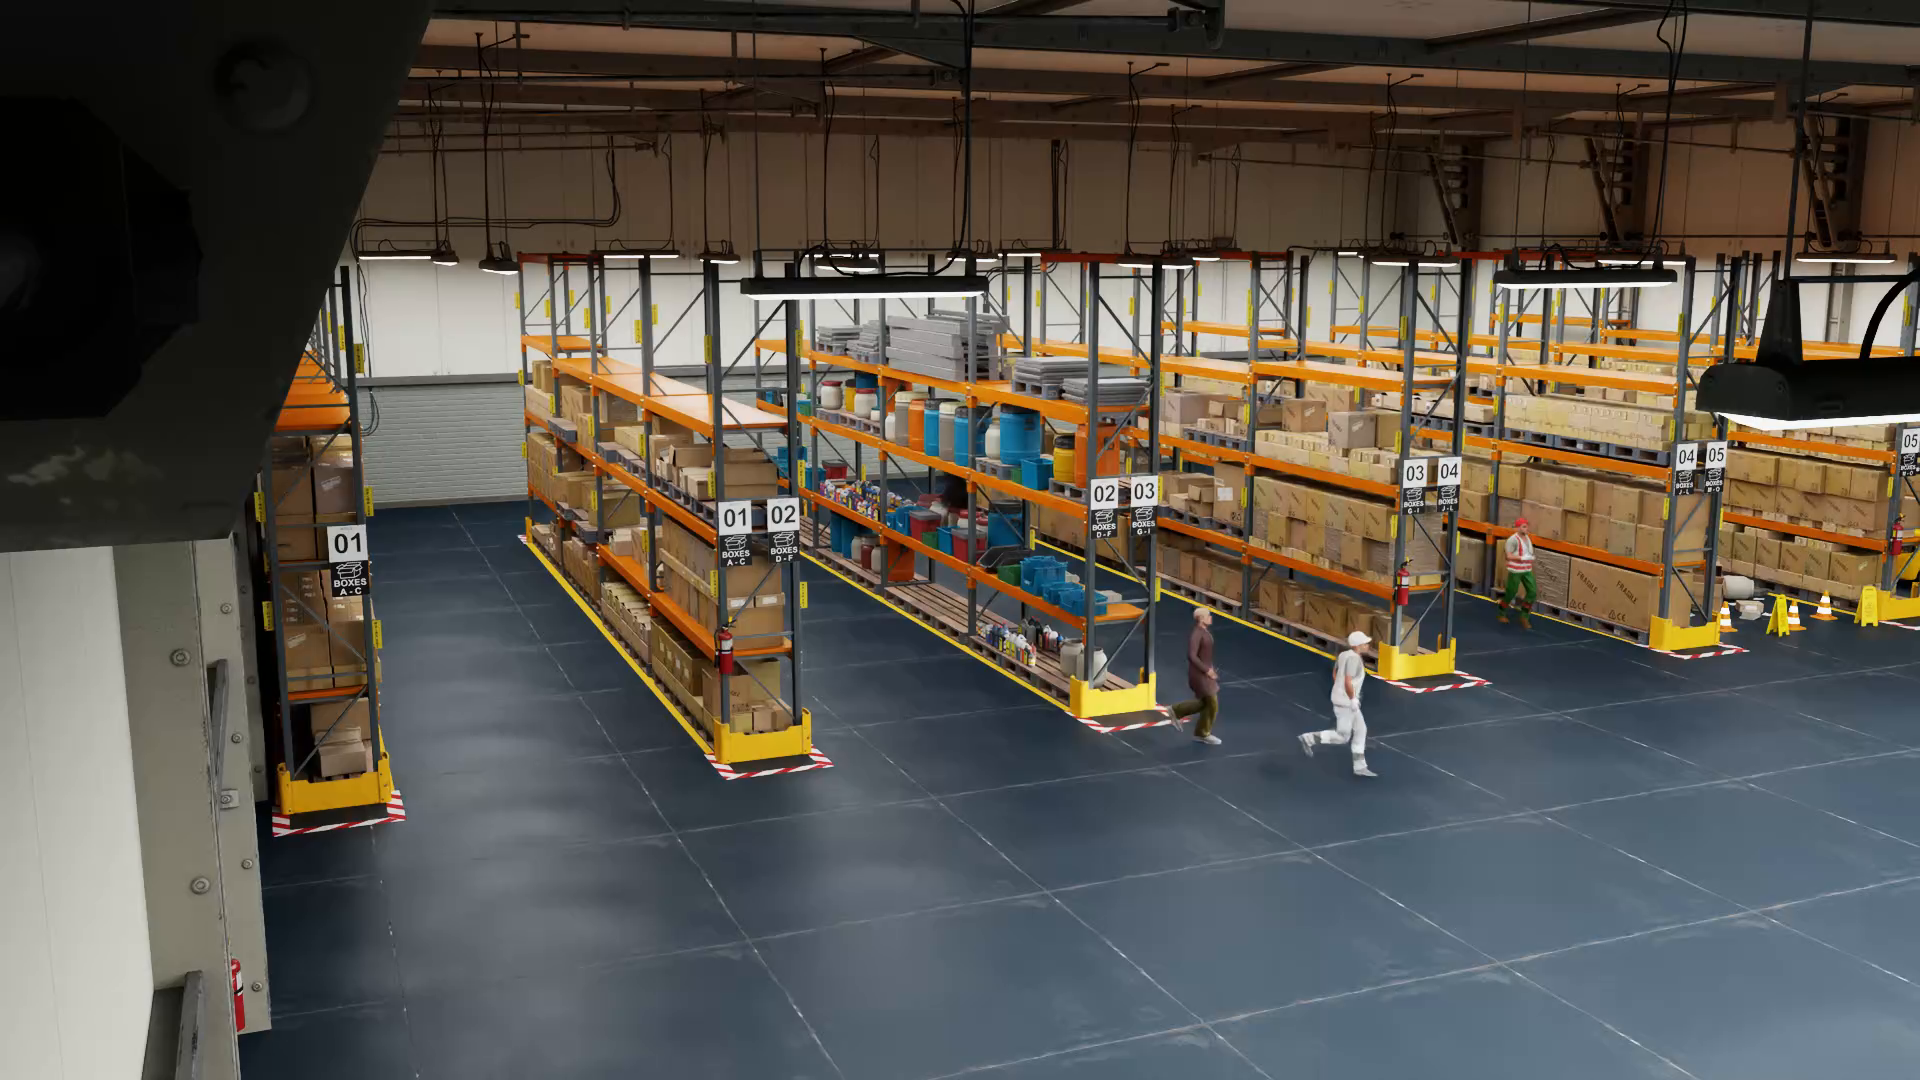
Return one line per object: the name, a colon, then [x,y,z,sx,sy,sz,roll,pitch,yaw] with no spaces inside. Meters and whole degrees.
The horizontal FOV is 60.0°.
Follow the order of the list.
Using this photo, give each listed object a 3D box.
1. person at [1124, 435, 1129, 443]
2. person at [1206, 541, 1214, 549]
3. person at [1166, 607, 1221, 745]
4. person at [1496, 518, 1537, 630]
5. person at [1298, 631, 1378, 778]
person: [3.977,-1.588,38.913,0.677,1.856,0.778,-1,10,-5]
person: [4.830,-0.414,32.676,0.684,1.706,0.802,-4,11,-21]
person: [2.960,1.700,20.978,0.717,1.746,0.743,2,11,12]
person: [9.104,0.550,27.079,0.664,1.852,0.775,-5,11,-25]
person: [4.496,1.943,19.681,0.950,1.767,0.664,1,10,7]
